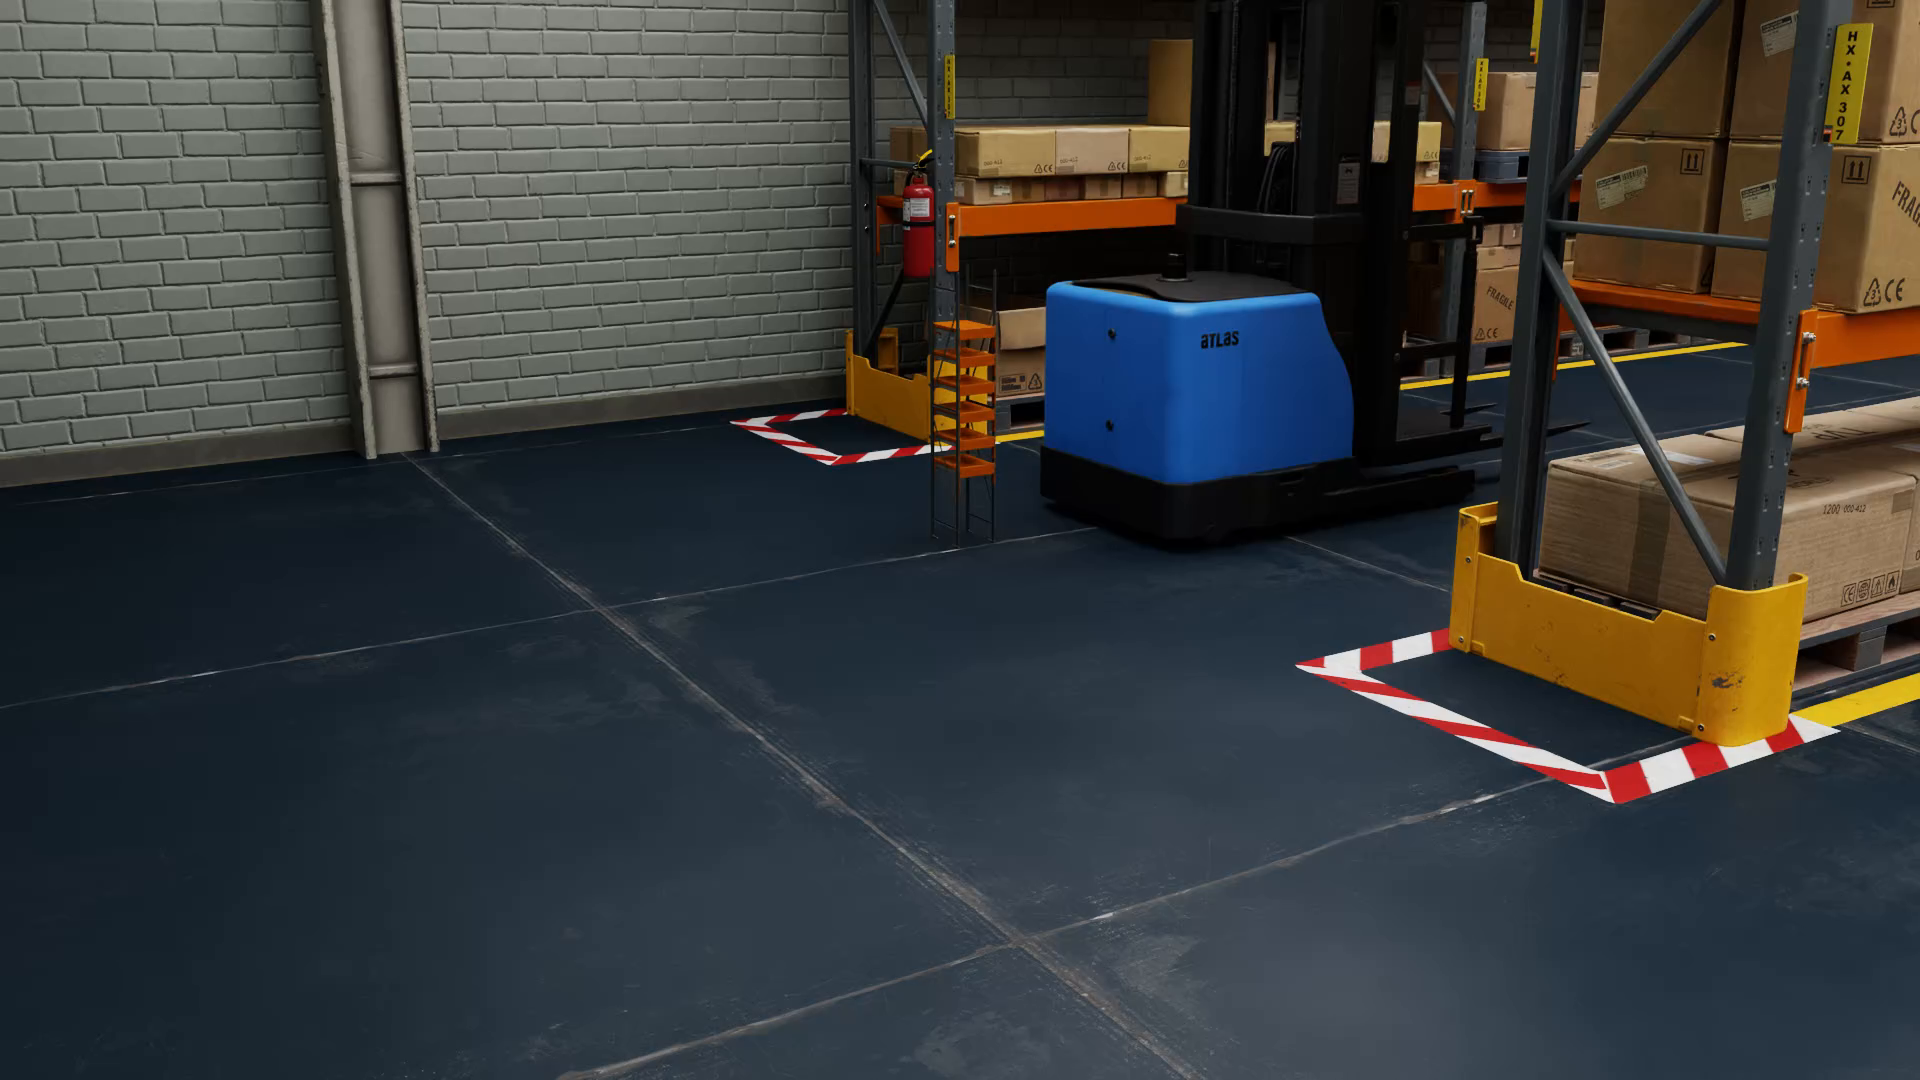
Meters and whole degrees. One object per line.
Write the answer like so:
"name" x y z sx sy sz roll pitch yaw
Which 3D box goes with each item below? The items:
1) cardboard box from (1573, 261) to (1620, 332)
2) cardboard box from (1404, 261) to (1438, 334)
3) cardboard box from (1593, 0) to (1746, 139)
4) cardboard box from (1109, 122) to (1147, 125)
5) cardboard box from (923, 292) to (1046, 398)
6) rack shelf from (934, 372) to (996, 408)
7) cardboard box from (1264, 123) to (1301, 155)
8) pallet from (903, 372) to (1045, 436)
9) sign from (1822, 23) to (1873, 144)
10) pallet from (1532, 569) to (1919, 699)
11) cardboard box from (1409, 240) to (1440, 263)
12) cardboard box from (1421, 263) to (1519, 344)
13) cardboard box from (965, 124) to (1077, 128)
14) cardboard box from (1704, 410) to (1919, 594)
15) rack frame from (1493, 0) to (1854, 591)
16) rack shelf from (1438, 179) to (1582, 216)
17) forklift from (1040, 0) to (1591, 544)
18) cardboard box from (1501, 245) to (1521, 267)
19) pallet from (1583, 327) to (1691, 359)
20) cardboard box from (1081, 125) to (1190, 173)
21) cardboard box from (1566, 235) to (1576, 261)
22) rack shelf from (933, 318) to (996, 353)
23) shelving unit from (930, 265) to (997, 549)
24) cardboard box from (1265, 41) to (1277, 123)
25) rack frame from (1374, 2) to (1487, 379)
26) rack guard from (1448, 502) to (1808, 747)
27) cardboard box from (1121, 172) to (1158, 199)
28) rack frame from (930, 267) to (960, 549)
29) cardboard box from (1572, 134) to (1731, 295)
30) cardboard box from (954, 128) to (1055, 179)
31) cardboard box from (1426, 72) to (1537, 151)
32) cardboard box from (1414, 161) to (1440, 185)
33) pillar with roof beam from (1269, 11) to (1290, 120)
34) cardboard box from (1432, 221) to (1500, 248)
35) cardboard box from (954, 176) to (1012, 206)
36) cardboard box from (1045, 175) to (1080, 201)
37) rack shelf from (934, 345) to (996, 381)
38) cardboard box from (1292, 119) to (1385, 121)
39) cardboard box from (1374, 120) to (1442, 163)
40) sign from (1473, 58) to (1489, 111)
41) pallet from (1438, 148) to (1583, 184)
"cardboard box" 4.505 -1.823 12.211 0.500 0.500 0.500 -10 18 -31
"cardboard box" 3.361 -1.800 12.128 0.500 0.500 0.500 -9 18 -30
"cardboard box" 2.514 -1.613 5.568 0.500 0.500 0.500 -9 18 -28
"cardboard box" 1.239 -2.517 10.559 0.500 0.250 0.500 -9 18 -30
"cardboard box" 0.237 -1.172 9.881 0.637 0.503 0.797 -10 19 -32
"rack shelf" 0.012 -0.653 7.235 0.180 0.103 0.258 -9 18 -30
"cardboard box" 1.926 -2.469 10.389 0.500 0.250 0.500 -9 18 -30
"pallet" 0.412 -0.888 10.186 1.213 0.211 1.003 -9 18 -30
"sign" 2.504 -1.287 4.692 0.005 0.325 0.100 -9 18 -30
"pallet" 2.869 0.252 6.119 1.213 0.211 1.003 -9 18 -30
"cardboard box" 3.260 -2.094 11.973 0.250 0.149 0.380 -10 19 -32
"cardboard box" 3.623 -1.679 11.694 0.500 0.500 0.500 -8 18 -27
"cardboard box" 0.364 -2.377 10.058 0.500 0.250 0.500 -9 18 -30
"cardboard box" 3.518 -0.174 6.441 0.875 0.438 0.875 -9 18 -28
"rack frame" 2.224 -0.961 5.281 0.127 3.000 1.000 -9 18 -30
"rack shelf" 4.807 -2.597 12.449 4.000 0.370 1.077 -9 18 -30
"forklift" 1.897 -1.676 7.959 3.031 2.935 1.130 -10 18 -32
"cardboard box" 3.735 -2.021 11.712 0.250 0.149 0.380 -10 18 -31
"pallet" 4.817 -1.615 12.779 1.213 0.211 1.003 -9 18 -30
"cardboard box" 1.057 -2.322 9.863 0.500 0.250 0.500 -10 18 -31
"cardboard box" 4.410 -2.126 12.089 0.250 0.149 0.380 -9 18 -30
"rack shelf" 0.012 -0.884 7.170 0.180 0.103 0.258 -9 18 -30
"shelving unit" 0.012 -0.580 7.255 0.189 1.200 0.258 -9 18 -30
"cardboard box" 1.679 -2.952 10.720 0.500 0.500 0.500 -10 18 -31
"rack frame" 3.093 -2.665 11.360 0.127 3.000 1.000 -9 18 -30
"rack guard" 2.203 0.246 5.607 0.348 0.500 1.175 -9 18 -30
"cardboard box" 0.962 -2.120 9.881 0.250 0.149 0.380 -9 18 -29
"rack frame" -0.066 -0.567 7.210 0.006 1.200 0.240 -9 18 -30
"cardboard box" 2.501 -1.138 5.725 0.500 0.500 0.500 -9 18 -29
"cardboard box" 0.192 -2.181 9.359 0.500 0.250 0.500 -9 18 -29
"cardboard box" 3.623 -2.931 11.345 0.500 0.500 0.700 -9 18 -28
"cardboard box" 2.950 -2.441 11.027 0.250 0.149 0.380 -9 18 -29
"pillar with roof beam" 4.249 -4.669 7.395 0.400 9.000 9.100 -9 18 -30
"cardboard box" 3.506 -2.122 11.521 0.250 0.149 0.380 -10 18 -31
"cardboard box" 0.087 -1.970 9.347 0.250 0.149 0.380 -9 18 -30
"cardboard box" 0.489 -2.061 9.670 0.250 0.149 0.380 -9 18 -30
"rack shelf" 0.012 -0.768 7.202 0.180 0.103 0.258 -9 18 -30
"cardboard box" 2.529 -2.730 11.317 0.500 0.250 0.500 -9 18 -30
"cardboard box" 2.782 -2.609 10.886 0.500 0.250 0.500 -9 18 -28
"sign" 3.379 -2.957 10.799 0.005 0.325 0.100 -9 18 -30
"pallet" 3.834 -2.658 11.692 1.213 0.211 1.003 -9 18 -30
